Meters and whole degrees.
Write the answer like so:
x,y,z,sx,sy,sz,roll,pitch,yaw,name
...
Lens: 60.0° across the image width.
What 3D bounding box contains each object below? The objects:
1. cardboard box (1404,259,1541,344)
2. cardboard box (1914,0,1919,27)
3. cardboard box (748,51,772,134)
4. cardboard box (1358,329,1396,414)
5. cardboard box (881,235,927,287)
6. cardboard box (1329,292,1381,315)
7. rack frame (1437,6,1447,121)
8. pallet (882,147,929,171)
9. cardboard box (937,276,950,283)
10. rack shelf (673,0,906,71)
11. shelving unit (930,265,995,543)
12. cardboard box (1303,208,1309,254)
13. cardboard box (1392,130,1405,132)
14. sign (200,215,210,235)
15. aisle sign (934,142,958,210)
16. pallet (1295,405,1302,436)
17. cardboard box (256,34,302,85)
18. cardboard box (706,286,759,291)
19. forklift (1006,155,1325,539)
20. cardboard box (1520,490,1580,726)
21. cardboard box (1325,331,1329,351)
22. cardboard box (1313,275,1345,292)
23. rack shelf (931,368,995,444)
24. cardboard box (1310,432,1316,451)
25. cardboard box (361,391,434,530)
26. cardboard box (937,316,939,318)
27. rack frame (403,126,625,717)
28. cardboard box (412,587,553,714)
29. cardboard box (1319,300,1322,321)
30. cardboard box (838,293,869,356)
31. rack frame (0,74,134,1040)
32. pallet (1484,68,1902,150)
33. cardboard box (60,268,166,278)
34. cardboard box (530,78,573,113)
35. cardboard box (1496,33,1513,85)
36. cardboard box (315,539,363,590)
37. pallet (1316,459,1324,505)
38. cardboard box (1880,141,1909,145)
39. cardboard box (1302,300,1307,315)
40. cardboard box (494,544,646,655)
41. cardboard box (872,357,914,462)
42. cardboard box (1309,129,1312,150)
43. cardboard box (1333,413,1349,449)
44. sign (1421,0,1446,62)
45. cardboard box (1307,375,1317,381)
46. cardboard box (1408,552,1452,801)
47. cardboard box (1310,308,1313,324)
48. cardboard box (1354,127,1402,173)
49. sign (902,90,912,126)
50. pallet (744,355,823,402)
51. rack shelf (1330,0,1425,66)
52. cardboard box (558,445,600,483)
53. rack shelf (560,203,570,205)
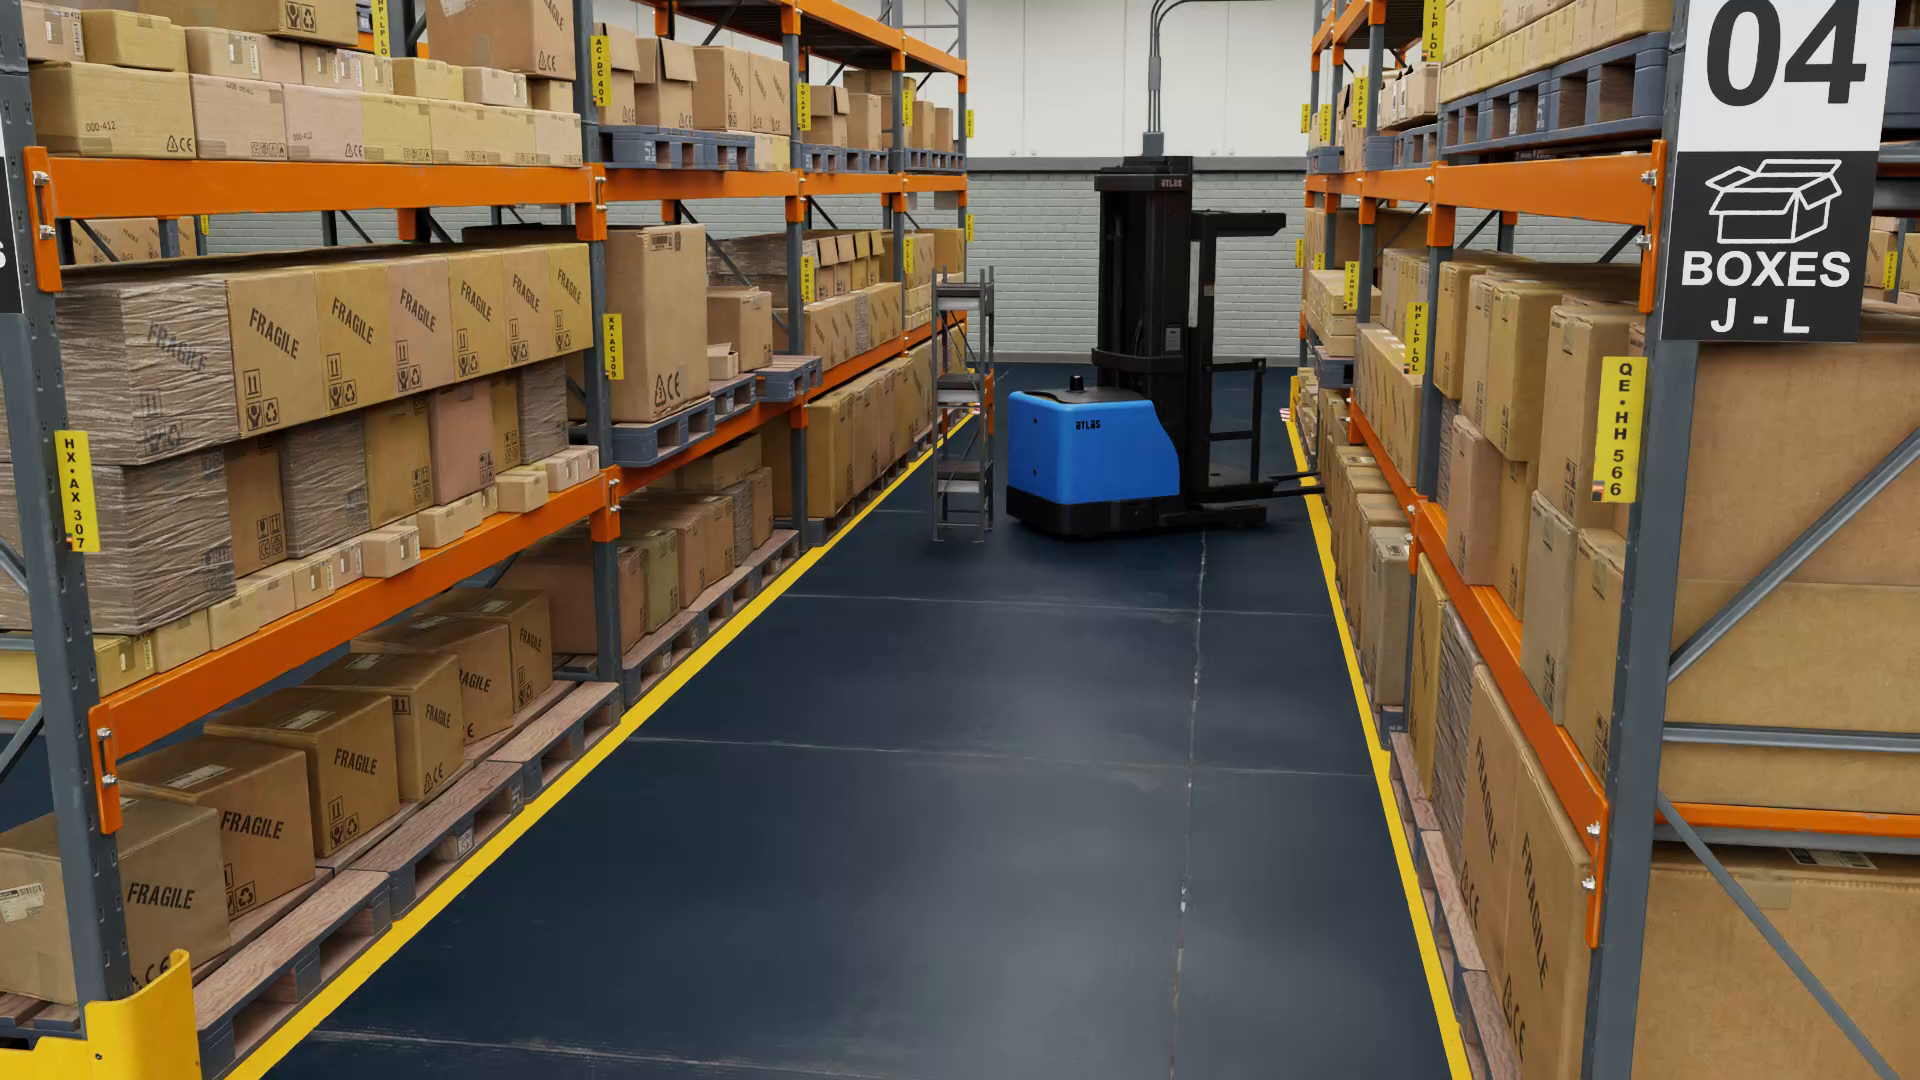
x,y,z,sx,sy,sz,roll,pitch,yaw,name
2.922,-1.333,9.447,0.700,0.500,0.500,2,12,8,cardboard box
2.371,-1.200,3.685,0.380,0.149,0.250,2,12,9,cardboard box
-1.548,-2.934,10.942,0.500,0.500,0.500,2,12,9,cardboard box
2.821,-1.065,10.578,0.500,0.500,0.500,2,12,8,cardboard box
-0.628,-2.854,16.985,0.500,0.500,0.500,2,12,9,cardboard box
2.855,-1.697,11.935,0.380,0.149,0.250,1,12,6,cardboard box
2.617,-3.307,6.978,1.000,3.000,0.127,2,12,9,rack frame
-0.902,-3.814,16.662,1.003,0.211,1.213,2,12,9,pallet
-0.392,-2.805,18.539,0.500,0.250,0.500,1,12,7,cardboard box
-1.346,-4.190,13.735,1.077,0.370,4.000,2,12,9,rack shelf
0.025,-1.061,12.932,0.431,2.100,0.503,2,12,9,shelving unit
4.131,-3.470,18.660,0.500,0.500,0.500,2,12,8,cardboard box
3.023,-2.740,10.831,0.380,0.149,0.250,1,12,6,cardboard box
-9.665,-4.074,21.279,0.100,0.325,0.005,2,12,9,sign
-0.115,-4.330,19.795,0.394,0.787,0.004,2,12,9,aisle sign
4.291,-1.325,18.642,1.003,0.211,1.213,2,12,9,pallet
-2.406,-1.573,5.463,0.380,0.149,0.250,2,12,9,cardboard box
-1.697,-1.529,11.734,0.500,0.500,0.500,0,12,2,cardboard box
1.941,-1.625,13.577,3.031,2.935,1.130,-5,13,-24,forklift
2.077,0.191,4.630,0.875,0.550,0.550,2,12,9,cardboard box
2.894,-1.459,12.241,0.380,0.149,0.250,2,12,8,cardboard box
3.213,-2.182,14.187,0.380,0.149,0.250,2,12,8,cardboard box
0.025,-1.048,12.935,0.431,0.518,0.480,2,12,9,rack shelf
3.571,-0.944,16.023,0.380,0.149,0.250,2,12,9,cardboard box
-2.605,-0.346,6.533,0.875,0.500,0.500,2,12,9,cardboard box
-0.426,-2.474,17.949,0.380,0.149,0.250,2,12,7,cardboard box
-2.268,-0.556,8.453,1.000,3.000,0.127,2,12,9,rack frame
-2.369,0.543,8.292,0.500,0.500,0.500,1,12,7,cardboard box
3.055,-1.821,13.216,0.380,0.149,0.250,2,12,10,cardboard box
-1.078,-1.848,14.211,0.500,0.500,0.500,2,12,9,cardboard box
-2.884,0.277,4.589,1.000,3.000,0.127,2,12,9,rack frame
2.291,-1.374,5.339,1.003,0.211,1.213,2,12,9,pallet
-2.972,-0.633,5.494,0.500,0.500,0.500,2,12,9,cardboard box
-2.033,-2.067,7.753,0.380,0.149,0.250,2,12,10,cardboard box
1.991,-1.590,5.496,0.380,0.149,0.250,2,12,9,cardboard box
-2.419,0.087,6.064,0.380,0.149,0.250,2,12,9,cardboard box
3.729,-0.514,14.879,1.003,0.211,1.213,2,12,9,pallet
8.536,-3.698,14.999,0.396,0.266,0.258,2,12,10,cardboard box
3.996,-2.584,18.460,0.380,0.149,0.250,2,12,7,cardboard box
-2.153,0.324,9.260,0.700,0.500,0.500,1,12,4,cardboard box
-1.117,-1.254,15.739,1.225,0.875,0.875,2,12,9,cardboard box
4.137,-4.425,18.453,0.500,0.250,0.500,2,12,10,cardboard box
3.145,-0.813,12.803,0.500,0.250,0.500,2,12,9,cardboard box
2.079,-2.263,7.278,0.100,0.325,0.005,2,12,9,sign
4.001,-1.713,18.179,0.380,0.149,0.250,1,12,6,cardboard box
2.451,0.588,7.192,0.875,0.875,0.875,2,12,10,cardboard box
3.253,-1.945,14.498,0.380,0.149,0.250,2,12,9,cardboard box
3.069,-2.849,11.737,0.500,0.500,0.500,2,12,9,cardboard box
-0.500,-4.079,15.705,0.100,0.325,0.005,2,12,9,sign
-1.658,-1.143,11.633,1.213,0.211,1.003,2,12,9,pallet
3.540,-4.009,12.891,1.077,0.370,4.000,2,12,9,rack shelf
-2.011,-0.379,8.228,0.380,0.149,0.250,2,12,9,cardboard box
-5.624,-3.913,18.617,1.077,0.370,4.000,2,12,9,rack shelf
